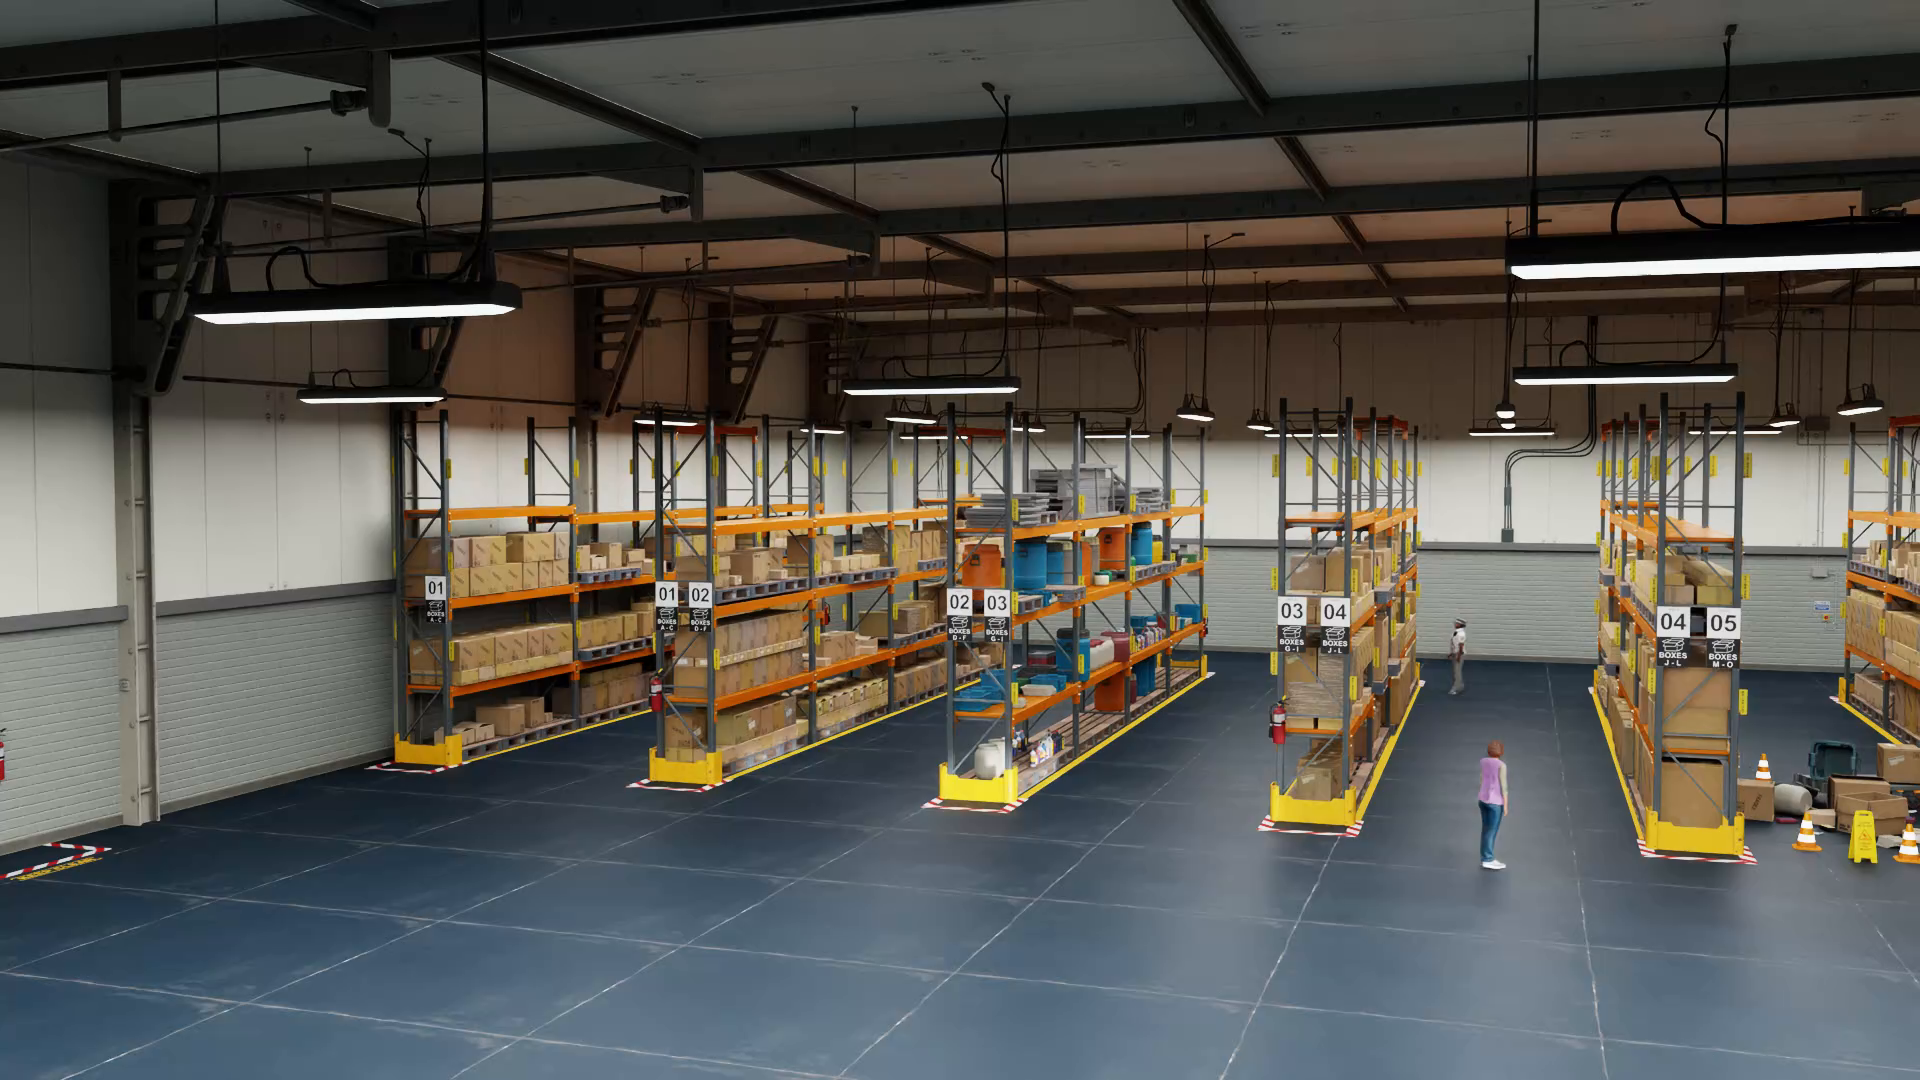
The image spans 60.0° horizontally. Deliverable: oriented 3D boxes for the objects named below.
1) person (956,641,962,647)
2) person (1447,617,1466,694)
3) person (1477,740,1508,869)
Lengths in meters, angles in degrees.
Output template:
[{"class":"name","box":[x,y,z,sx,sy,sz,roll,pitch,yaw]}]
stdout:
[{"class":"person","box":[-0.187,2.247,43.499,0.506,1.741,0.612,1,3,27]},{"class":"person","box":[11.070,2.581,37.151,0.548,1.717,0.476,-1,3,-15]},{"class":"person","box":[6.699,3.306,20.830,0.388,1.612,0.432,-1,3,-26]}]
